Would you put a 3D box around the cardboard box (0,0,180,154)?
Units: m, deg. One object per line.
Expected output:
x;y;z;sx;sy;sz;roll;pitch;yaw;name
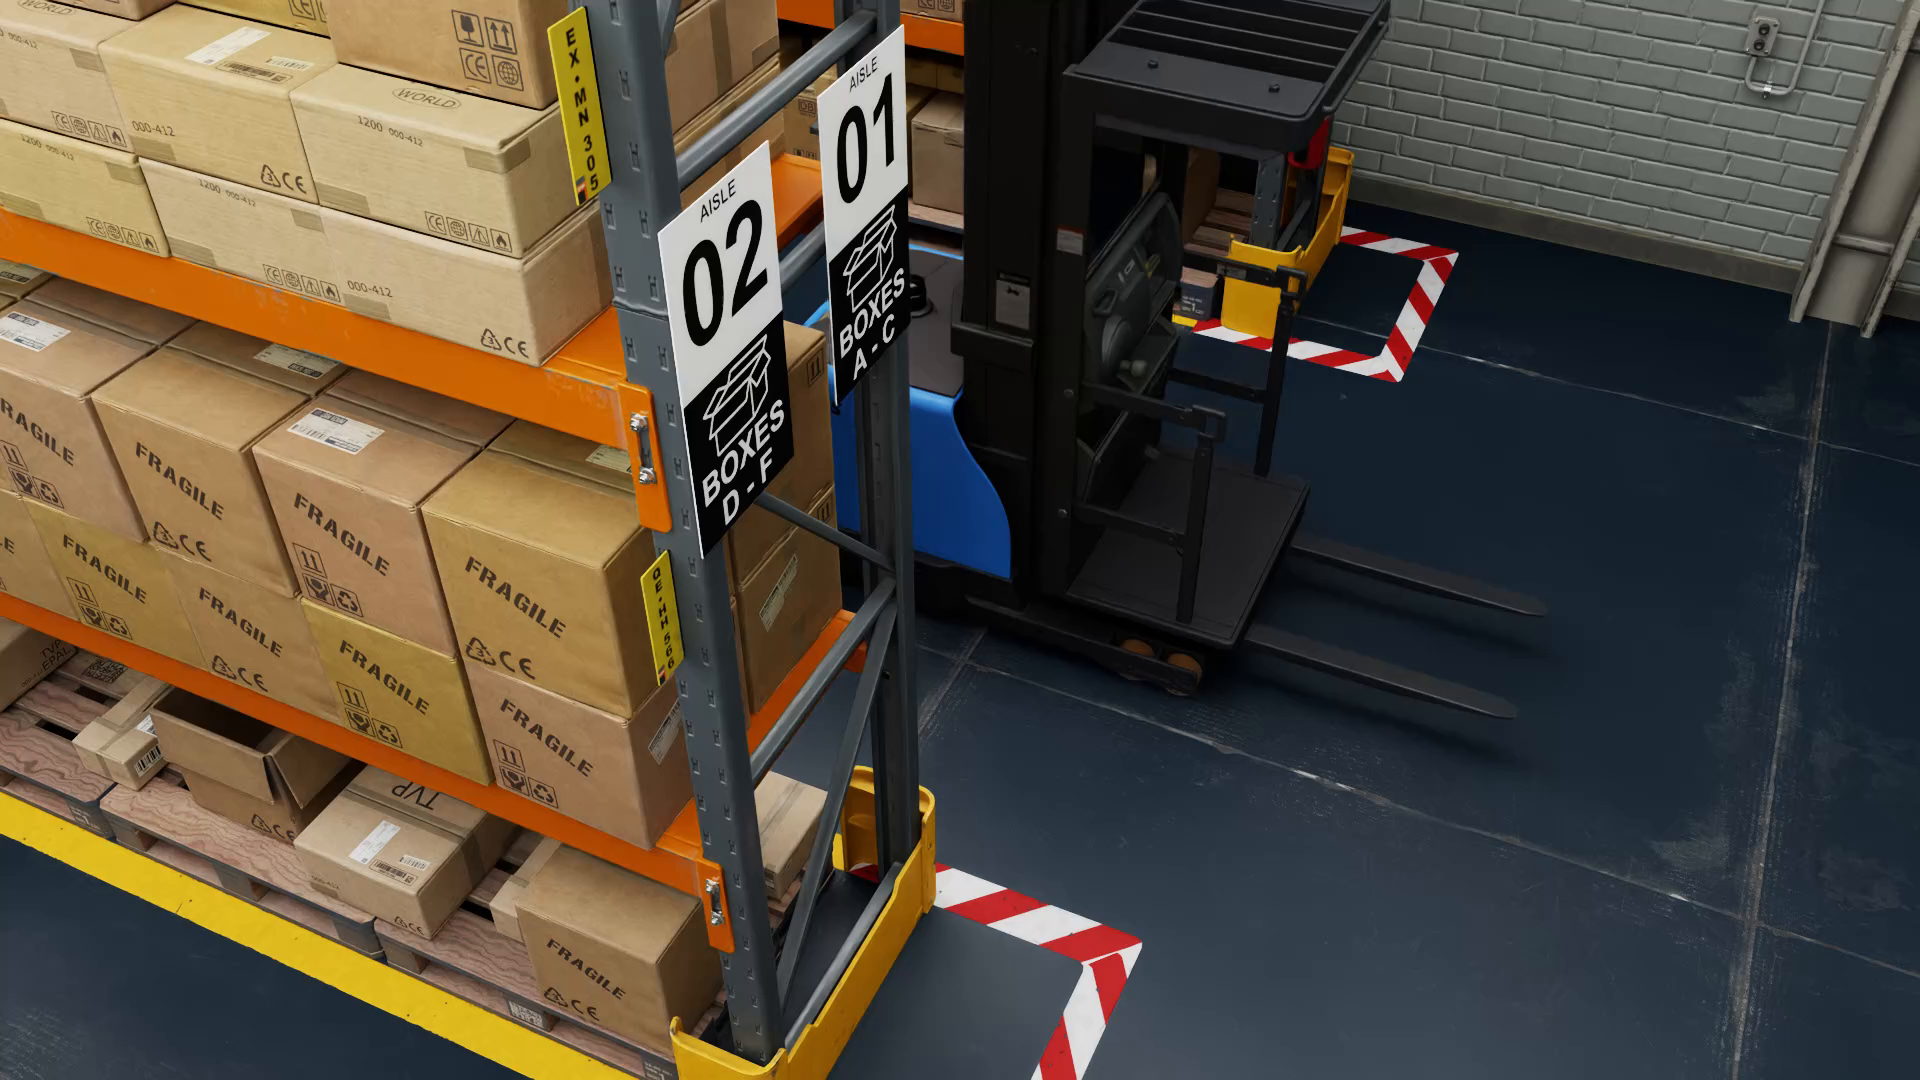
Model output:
-1.874;-1.129;3.705;0.500;0.250;0.500;17;44;19;cardboard box

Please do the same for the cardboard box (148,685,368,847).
-2.316;0.594;5.845;0.637;0.503;0.797;17;44;19;cardboard box

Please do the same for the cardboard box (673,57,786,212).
-0.754;-0.963;3.895;0.500;0.250;0.500;17;44;19;cardboard box

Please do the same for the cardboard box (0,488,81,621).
-2.756;-0.156;5.063;0.500;0.500;0.500;17;44;18;cardboard box

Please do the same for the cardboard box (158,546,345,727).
-1.838;0.124;4.741;0.500;0.500;0.500;17;44;19;cardboard box

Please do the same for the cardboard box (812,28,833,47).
-0.625;-2.774;9.253;0.250;0.149;0.380;16;43;17;cardboard box

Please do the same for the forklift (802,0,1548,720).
0.822;-0.895;6.044;3.031;2.935;1.130;17;44;19;forklift

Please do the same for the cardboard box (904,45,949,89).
-0.162;-2.632;9.090;0.250;0.149;0.380;16;43;18;cardboard box

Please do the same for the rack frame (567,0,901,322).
-0.396;-1.860;2.525;0.127;3.000;1.000;17;44;19;rack frame

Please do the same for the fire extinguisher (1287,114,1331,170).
1.637;-2.048;7.667;0.183;0.674;0.296;17;44;19;fire extinguisher

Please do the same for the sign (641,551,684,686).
-0.648;0.174;3.634;0.005;0.325;0.100;17;44;19;sign

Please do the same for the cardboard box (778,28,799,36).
-1.295;-2.588;9.534;0.500;0.500;0.700;18;44;19;cardboard box

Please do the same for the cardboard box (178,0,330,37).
-1.285;-1.463;3.518;0.500;0.500;0.700;17;44;19;cardboard box

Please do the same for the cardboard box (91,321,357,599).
-1.845;-0.249;4.407;0.500;0.500;0.500;18;44;20;cardboard box

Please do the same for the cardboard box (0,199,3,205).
-2.326;-1.079;4.029;0.500;0.250;0.500;17;44;19;cardboard box

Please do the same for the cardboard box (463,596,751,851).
-0.917;0.407;4.414;0.500;0.500;0.500;18;44;20;cardboard box

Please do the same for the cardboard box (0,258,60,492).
-2.779;-0.534;4.736;0.500;0.500;0.500;16;43;17;cardboard box

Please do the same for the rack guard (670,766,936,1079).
-0.465;1.331;5.333;0.348;0.500;1.175;17;44;19;rack guard

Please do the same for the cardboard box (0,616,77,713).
-3.732;0.394;6.222;0.500;0.311;0.500;17;44;19;cardboard box

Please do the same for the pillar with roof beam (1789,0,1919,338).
2.688;-2.012;2.700;0.400;9.000;9.100;17;44;19;pillar with roof beam

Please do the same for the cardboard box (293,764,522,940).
-1.841;0.995;5.576;0.500;0.250;0.500;17;44;19;cardboard box

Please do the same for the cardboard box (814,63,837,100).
-0.589;-2.486;8.920;0.250;0.149;0.380;16;43;17;cardboard box

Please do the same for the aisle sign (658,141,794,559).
-0.463;-0.375;3.407;0.004;0.787;0.394;17;44;19;aisle sign

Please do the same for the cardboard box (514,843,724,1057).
-0.993;1.181;5.170;0.500;0.500;0.500;17;44;19;cardboard box

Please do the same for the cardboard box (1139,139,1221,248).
1.019;-1.883;8.720;0.500;0.500;0.700;17;44;19;cardboard box

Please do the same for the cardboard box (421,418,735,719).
-0.915;0.031;4.084;0.500;0.500;0.500;17;44;18;cardboard box

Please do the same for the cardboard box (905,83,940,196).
-0.377;-2.304;9.205;0.500;0.500;0.700;18;44;20;cardboard box

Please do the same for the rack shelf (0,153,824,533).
-2.208;-1.008;4.382;4.000;0.370;1.077;17;44;19;rack shelf

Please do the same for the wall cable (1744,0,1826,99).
3.256;-3.125;7.790;1.851;1.984;0.084;17;44;19;wall cable

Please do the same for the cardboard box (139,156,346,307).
-1.421;-0.801;3.708;0.500;0.250;0.500;17;44;19;cardboard box

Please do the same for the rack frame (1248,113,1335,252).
1.695;-2.534;7.884;0.127;3.000;1.000;17;44;19;rack frame

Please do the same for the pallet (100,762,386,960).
-2.289;0.881;6.073;1.213;0.211;1.003;17;44;19;pallet

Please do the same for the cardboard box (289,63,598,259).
-0.969;-0.850;3.383;0.500;0.250;0.500;17;44;19;cardboard box

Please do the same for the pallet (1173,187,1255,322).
0.938;-1.655;8.999;1.213;0.211;1.003;17;44;19;pallet

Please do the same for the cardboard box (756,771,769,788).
-0.856;0.922;5.723;0.250;0.166;0.380;17;44;19;cardboard box
